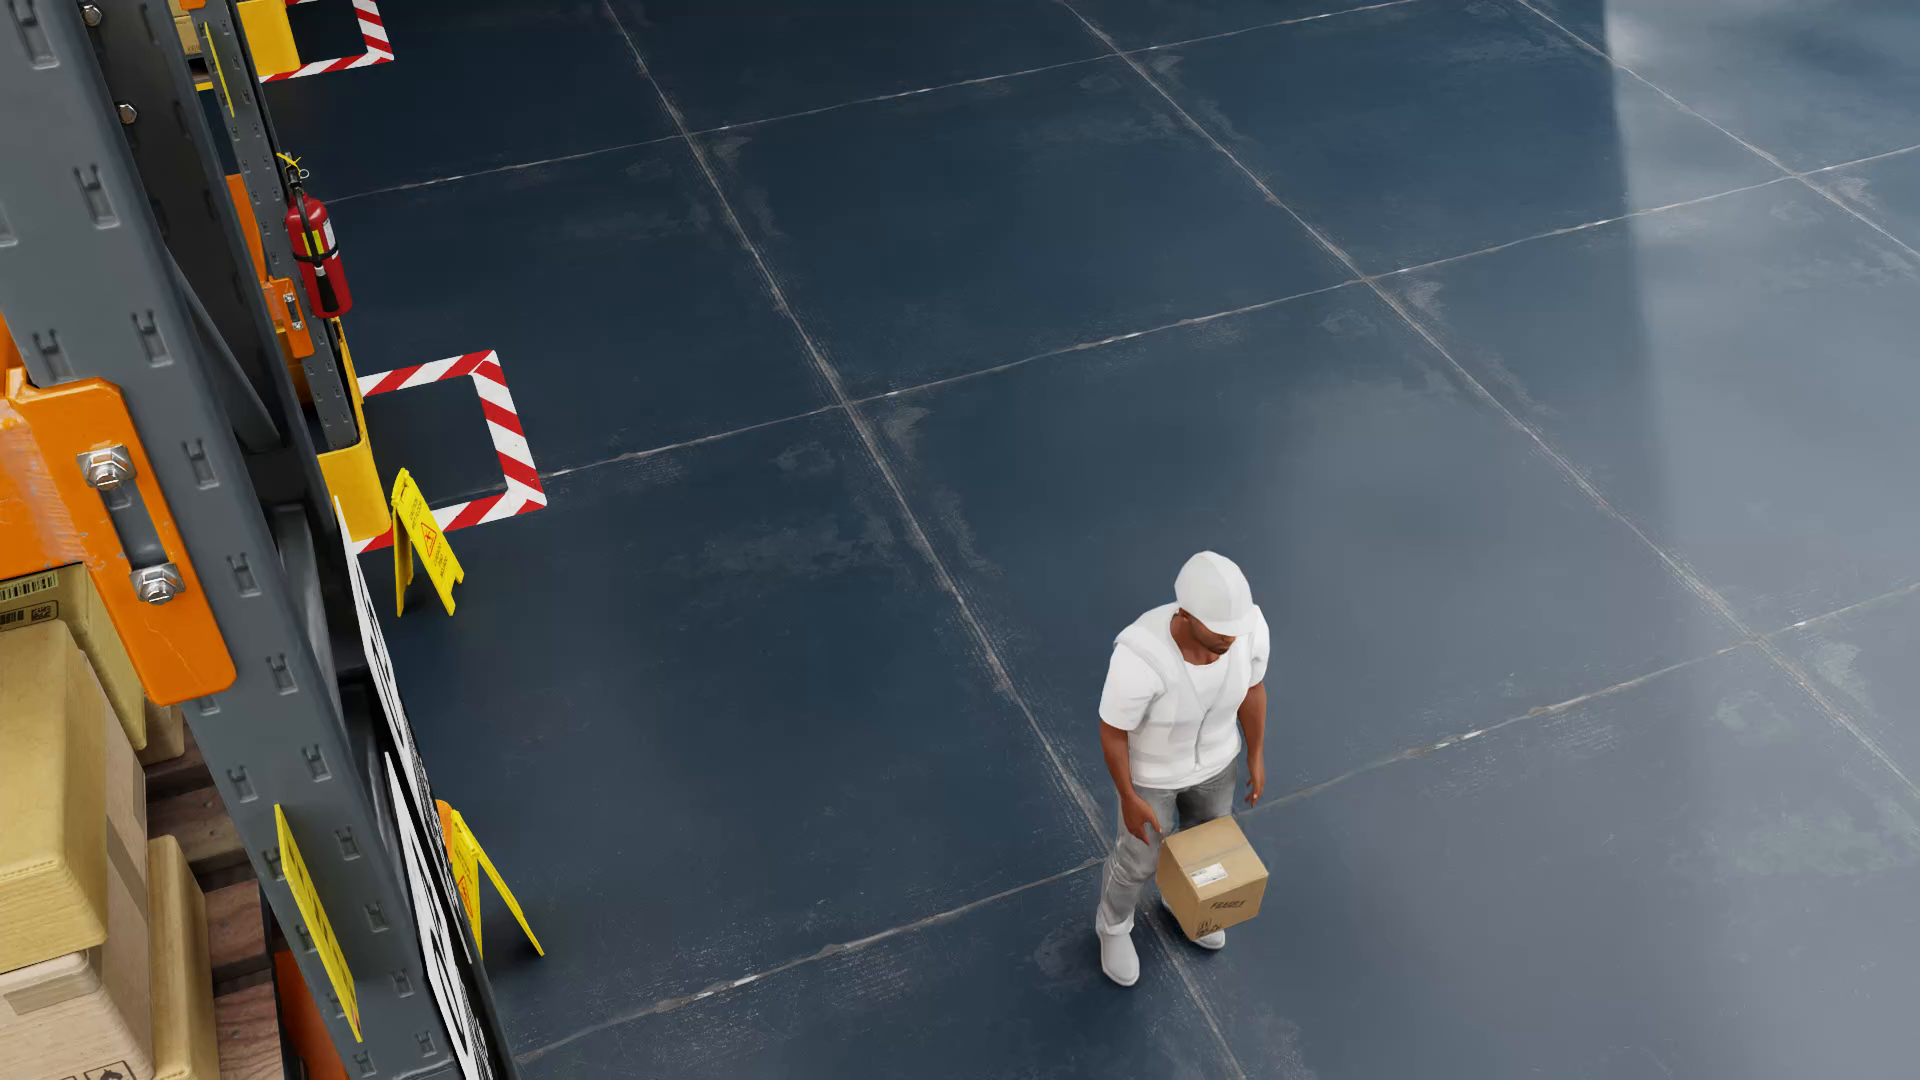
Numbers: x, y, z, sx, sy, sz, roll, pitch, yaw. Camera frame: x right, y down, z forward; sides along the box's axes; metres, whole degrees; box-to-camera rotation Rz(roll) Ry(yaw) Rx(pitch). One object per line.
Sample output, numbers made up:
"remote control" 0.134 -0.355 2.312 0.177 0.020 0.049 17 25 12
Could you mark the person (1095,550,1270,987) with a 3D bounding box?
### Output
"person" 0.704 0.707 5.343 0.586 1.766 0.419 -16 44 -18
